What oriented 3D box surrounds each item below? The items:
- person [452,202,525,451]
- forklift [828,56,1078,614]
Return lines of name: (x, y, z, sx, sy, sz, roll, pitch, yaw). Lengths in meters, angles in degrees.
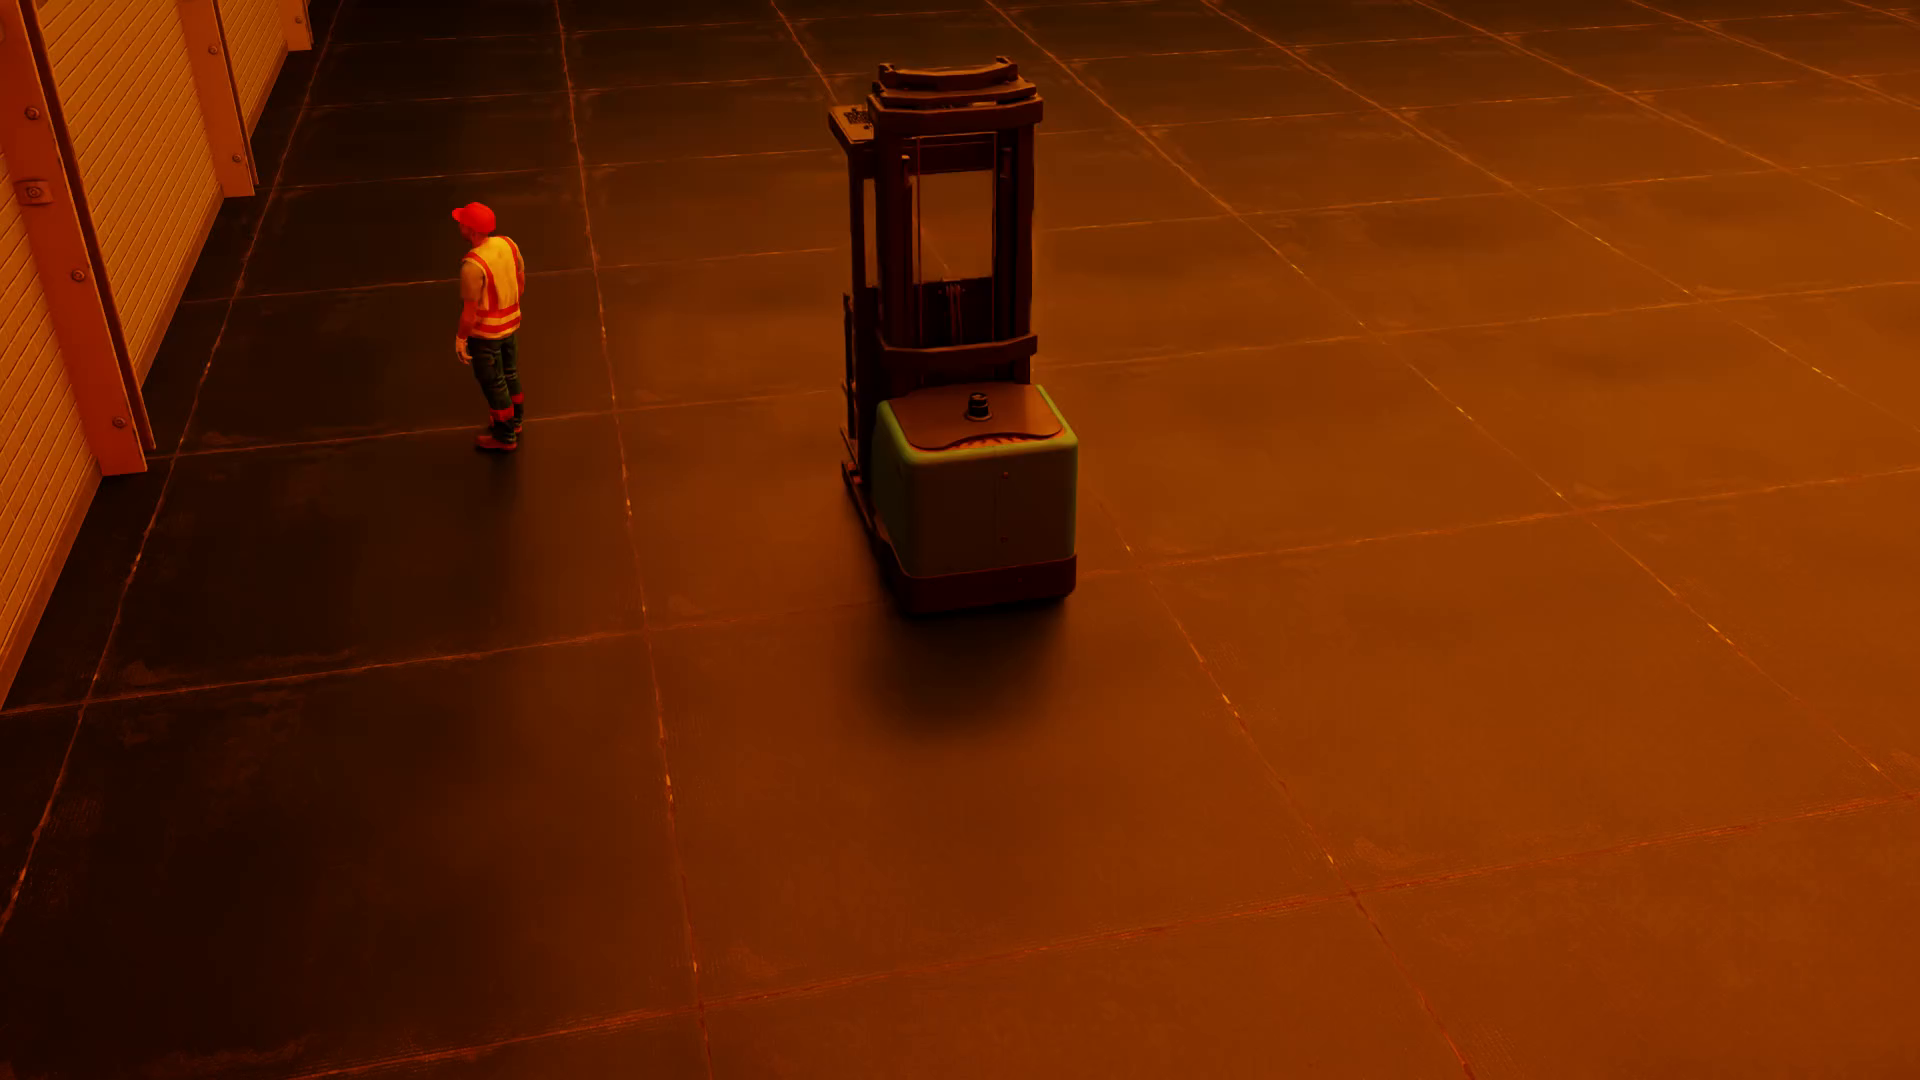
person: (-3.210, -1.437, 11.183, 0.564, 1.787, 0.638, 12, 32, 20)
forklift: (-0.167, -1.568, 10.284, 1.130, 2.935, 3.031, -7, 31, -12)
